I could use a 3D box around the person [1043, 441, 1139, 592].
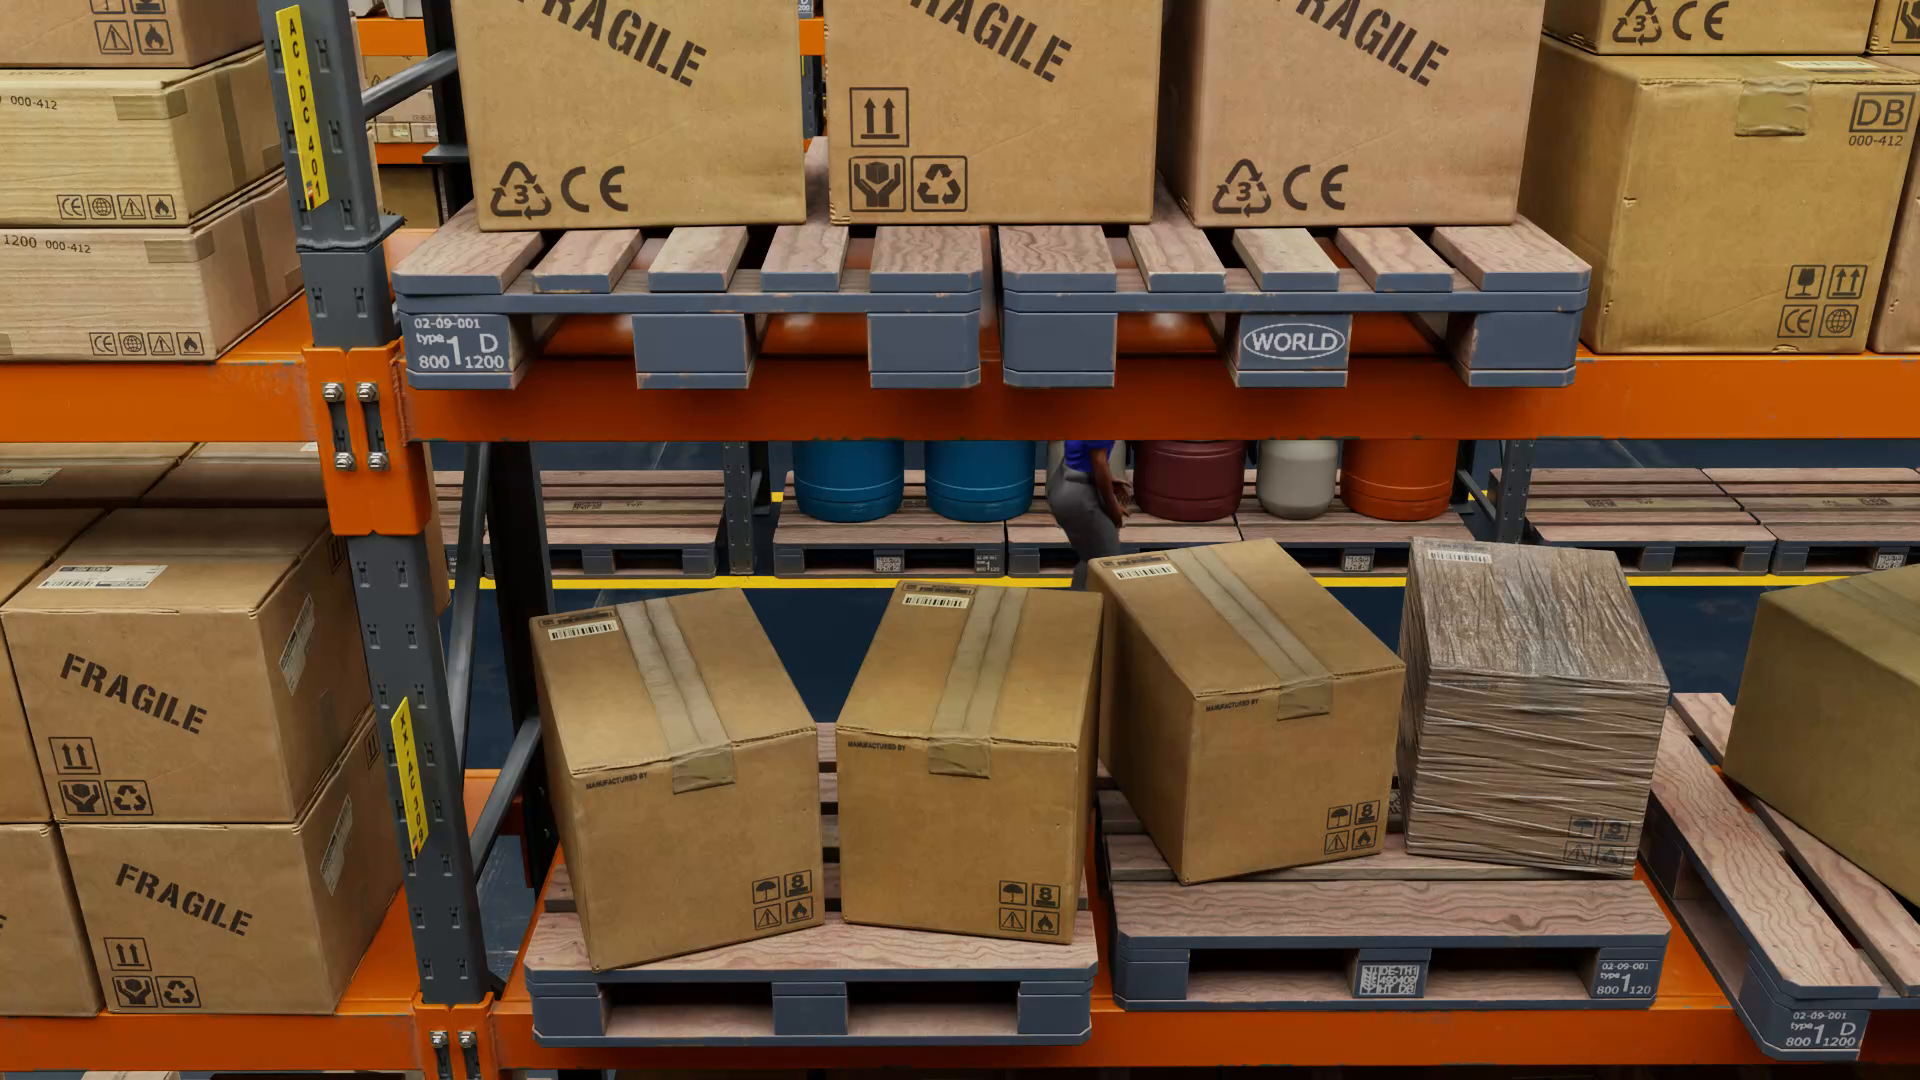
[{"bbox_3d":[0.618,-0.189,7.683,0.471,1.544,0.476,0,24,0],"label":"person"}]
